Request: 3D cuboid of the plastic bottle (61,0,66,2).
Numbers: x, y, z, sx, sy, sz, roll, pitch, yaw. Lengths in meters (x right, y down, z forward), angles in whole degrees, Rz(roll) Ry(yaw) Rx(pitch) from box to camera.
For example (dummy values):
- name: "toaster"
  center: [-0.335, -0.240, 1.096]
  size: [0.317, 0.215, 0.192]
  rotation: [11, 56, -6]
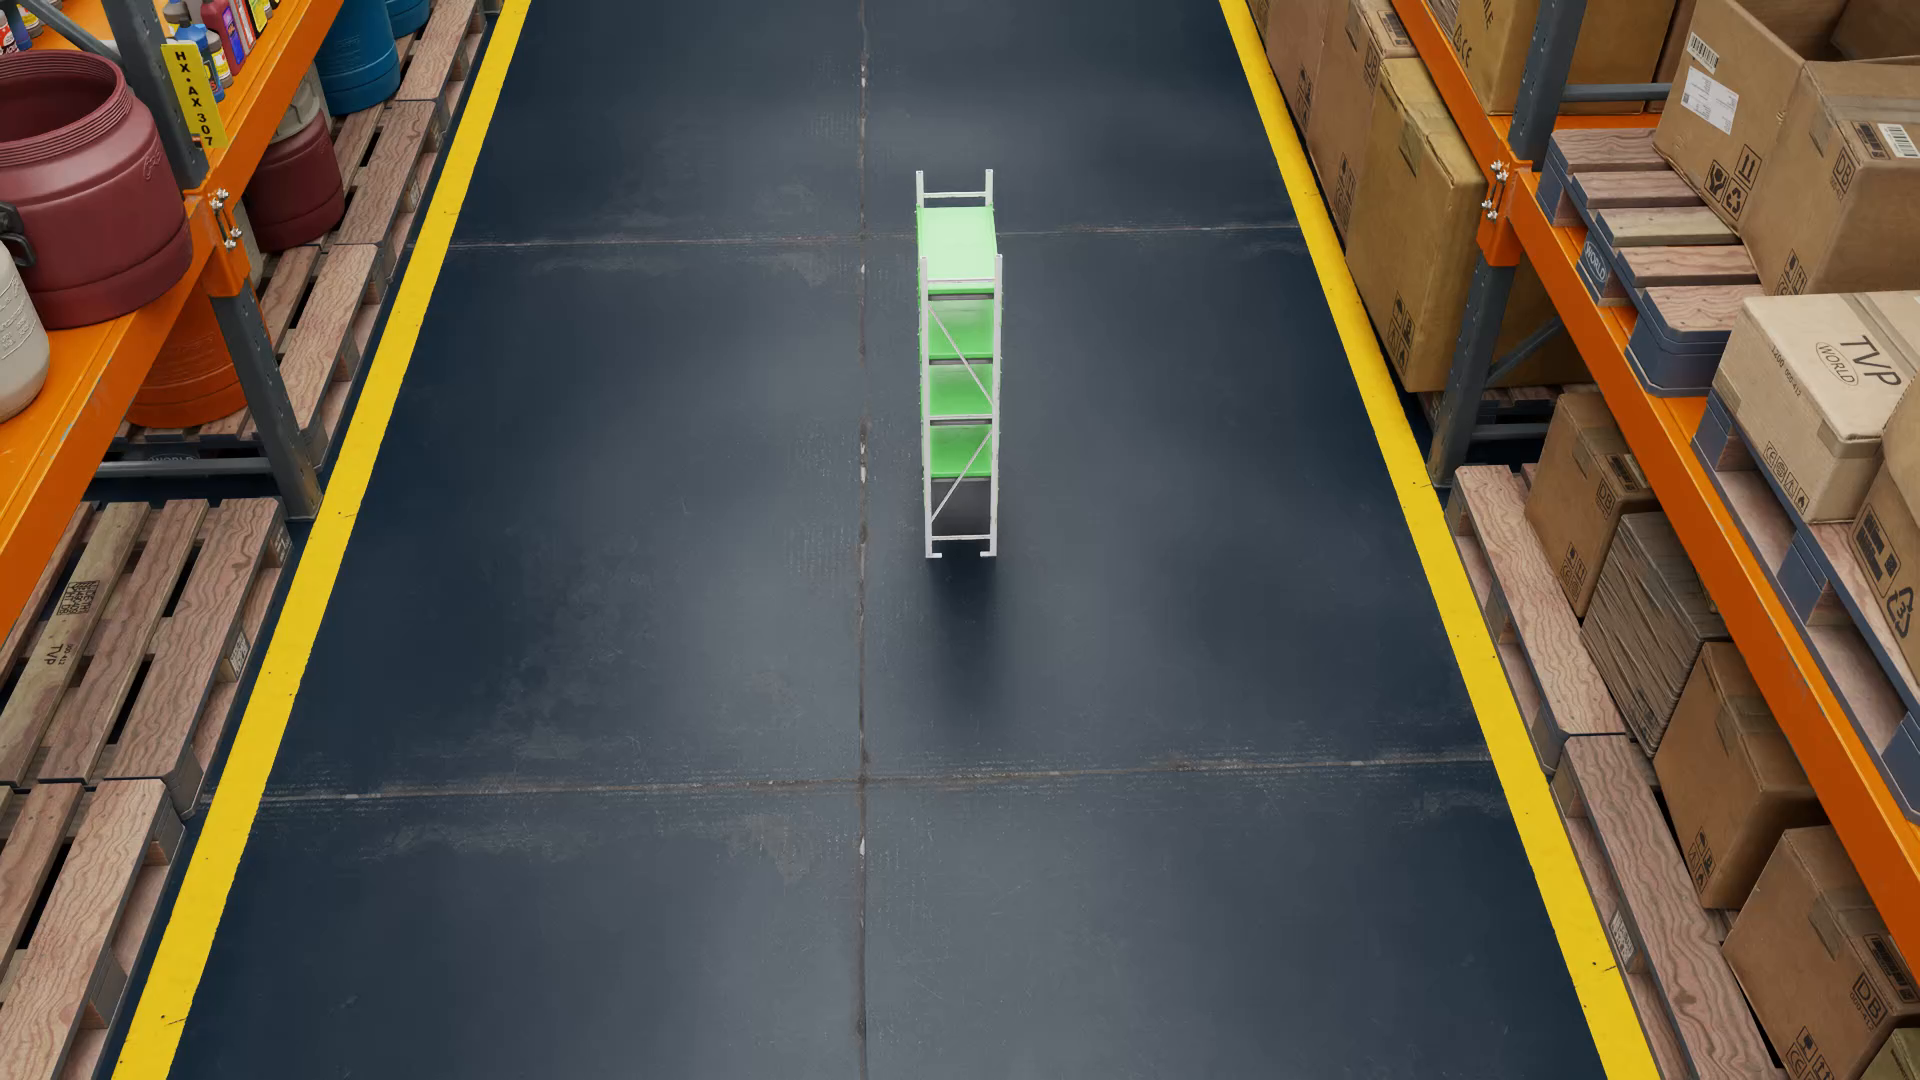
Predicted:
- name: "plastic bottle"
  center: [-3.223, -2.015, 5.875]
  size: [0.097, 0.201, 0.097]
  rotation: [0, 43, 0]

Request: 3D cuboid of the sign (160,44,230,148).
- name: "sign"
  center: [-2.209, -1.279, 4.805]
  size: [0.100, 0.325, 0.005]
  rotation: [-2, 43, -2]

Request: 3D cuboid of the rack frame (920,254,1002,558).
- name: "rack frame"
  center: [0.003, -0.389, 5.287]
  size: [0.240, 1.200, 0.015]
  rotation: [-2, 43, -2]

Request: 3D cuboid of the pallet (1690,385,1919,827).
- name: "pallet"
  center: [2.316, 0.065, 3.601]
  size: [1.003, 0.211, 1.213]
  rotation: [-2, 43, -2]

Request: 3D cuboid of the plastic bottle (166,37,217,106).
- name: "plastic bottle"
  center: [-2.453, -1.454, 5.209]
  size: [0.152, 0.276, 0.135]
  rotation: [-2, 43, -2]

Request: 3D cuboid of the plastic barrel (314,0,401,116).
- name: "plastic barrel"
  center: [-2.892, -2.435, 7.428]
  size: [0.600, 0.901, 0.708]
  rotation: [-2, 43, -2]

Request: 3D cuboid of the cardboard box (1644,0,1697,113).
- name: "cardboard box"
  center: [2.442, -1.714, 5.326]
  size: [0.500, 0.500, 0.500]
  rotation: [0, 43, -1]

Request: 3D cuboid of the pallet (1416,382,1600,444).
- name: "pallet"
  center: [2.232, -0.847, 6.518]
  size: [1.003, 0.211, 1.213]
  rotation: [-2, 43, -2]

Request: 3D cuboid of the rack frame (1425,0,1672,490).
- name: "rack frame"
  center: [2.191, -1.341, 4.993]
  size: [1.000, 3.000, 0.127]
  rotation: [-2, 43, -2]

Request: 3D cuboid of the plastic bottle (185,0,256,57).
- name: "plastic bottle"
  center: [-2.473, -1.767, 5.549]
  size: [0.152, 0.276, 0.135]
  rotation: [-2, 43, -2]

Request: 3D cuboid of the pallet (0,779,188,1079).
- name: "pallet"
  center: [-2.715, 1.175, 4.312]
  size: [1.003, 0.211, 1.213]
  rotation: [-2, 43, -2]

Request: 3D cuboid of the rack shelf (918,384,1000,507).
- name: "rack shelf"
  center: [-0.007, -0.330, 5.672]
  size: [0.258, 0.148, 0.480]
  rotation: [-2, 43, -2]

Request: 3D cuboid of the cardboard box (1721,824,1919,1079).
- name: "cardboard box"
  center: [2.330, 1.004, 3.960]
  size: [0.700, 0.500, 0.500]
  rotation: [-5, 43, -5]

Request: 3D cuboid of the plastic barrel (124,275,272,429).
- name: "plastic barrel"
  center: [-2.796, -0.883, 5.789]
  size: [0.600, 0.830, 0.708]
  rotation: [-2, 43, -2]

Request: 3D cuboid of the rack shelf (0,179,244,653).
- name: "rack shelf"
  center: [-2.673, 0.417, 3.608]
  size: [1.077, 0.370, 4.000]
  rotation: [-2, 43, -2]

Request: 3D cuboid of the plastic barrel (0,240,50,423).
- name: "plastic barrel"
  center: [-2.501, -0.552, 4.049]
  size: [0.421, 0.512, 0.421]
  rotation: [0, 43, 0]

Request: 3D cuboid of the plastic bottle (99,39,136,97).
- name: "plastic bottle"
  center: [-2.605, -1.450, 5.204]
  size: [0.152, 0.276, 0.135]
  rotation: [-2, 43, -2]

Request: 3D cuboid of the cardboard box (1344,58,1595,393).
- name: "cardboard box"
  center: [2.182, -1.179, 6.078]
  size: [1.225, 0.875, 0.875]
  rotation: [-3, 43, -4]

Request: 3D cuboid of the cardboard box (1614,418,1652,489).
- name: "cardboard box"
  center: [2.249, -0.407, 4.943]
  size: [0.500, 0.250, 0.500]
  rotation: [0, 43, 0]

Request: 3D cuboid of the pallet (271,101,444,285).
- name: "pallet"
  center: [-2.882, -1.523, 7.256]
  size: [1.003, 0.211, 1.213]
  rotation: [-2, 43, -2]

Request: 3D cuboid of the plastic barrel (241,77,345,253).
- name: "plastic barrel"
  center: [-2.844, -1.557, 6.702]
  size: [0.600, 0.588, 0.708]
  rotation: [-2, 43, -2]

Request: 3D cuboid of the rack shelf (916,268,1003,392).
- name: "rack shelf"
  center: [-0.007, -0.684, 5.348]
  size: [0.258, 0.148, 0.480]
  rotation: [-2, 43, -2]

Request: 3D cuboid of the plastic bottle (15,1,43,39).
- name: "plastic bottle"
  center: [-3.210, -1.818, 5.660]
  size: [0.097, 0.201, 0.097]
  rotation: [0, 43, 0]

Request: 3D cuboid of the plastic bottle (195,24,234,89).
- name: "plastic bottle"
  center: [-2.435, -1.572, 5.392]
  size: [0.097, 0.201, 0.097]
  rotation: [0, 43, 0]

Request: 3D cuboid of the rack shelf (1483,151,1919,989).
- name: "rack shelf"
  center: [2.276, 0.275, 3.763]
  size: [1.077, 0.370, 4.000]
  rotation: [-2, 43, -2]

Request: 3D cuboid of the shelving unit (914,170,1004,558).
- name: "shelving unit"
  center: [-0.007, -0.554, 5.466]
  size: [0.258, 1.200, 0.503]
  rotation: [-2, 43, -2]

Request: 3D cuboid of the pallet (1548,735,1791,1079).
- name: "pallet"
  center: [2.271, 1.036, 4.463]
  size: [1.003, 0.211, 1.213]
  rotation: [-2, 43, -2]

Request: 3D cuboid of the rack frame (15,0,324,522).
- name: "rack frame"
  center: [-2.758, -1.199, 4.838]
  size: [1.000, 3.000, 0.127]
  rotation: [-2, 43, -2]

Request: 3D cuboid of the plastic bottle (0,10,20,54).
- name: "plastic bottle"
  center: [-3.202, -1.686, 5.517]
  size: [0.097, 0.201, 0.097]
  rotation: [0, 43, 0]

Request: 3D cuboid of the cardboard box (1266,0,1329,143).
- name: "cardboard box"
  center: [2.107, -2.378, 7.386]
  size: [1.225, 0.875, 0.875]
  rotation: [-3, 43, -3]

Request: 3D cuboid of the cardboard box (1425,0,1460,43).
- name: "cardboard box"
  center: [1.907, -2.040, 5.682]
  size: [0.500, 0.500, 0.500]
  rotation: [-2, 43, -2]

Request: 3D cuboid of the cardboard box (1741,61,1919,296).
- name: "cardboard box"
  center: [2.377, -0.795, 4.013]
  size: [0.700, 0.500, 0.500]
  rotation: [4, 43, 5]

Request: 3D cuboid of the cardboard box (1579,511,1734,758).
- name: "cardboard box"
  center: [2.275, 0.244, 4.788]
  size: [0.700, 0.500, 0.500]
  rotation: [-5, 43, -5]

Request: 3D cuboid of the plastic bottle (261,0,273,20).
- name: "plastic bottle"
  center: [-2.456, -1.908, 5.759]
  size: [0.097, 0.201, 0.097]
  rotation: [0, 43, 0]

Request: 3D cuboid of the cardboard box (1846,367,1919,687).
- name: "cardboard box"
  center: [2.195, -0.001, 3.144]
  size: [0.797, 0.503, 0.637]
  rotation: [2, 43, 3]
